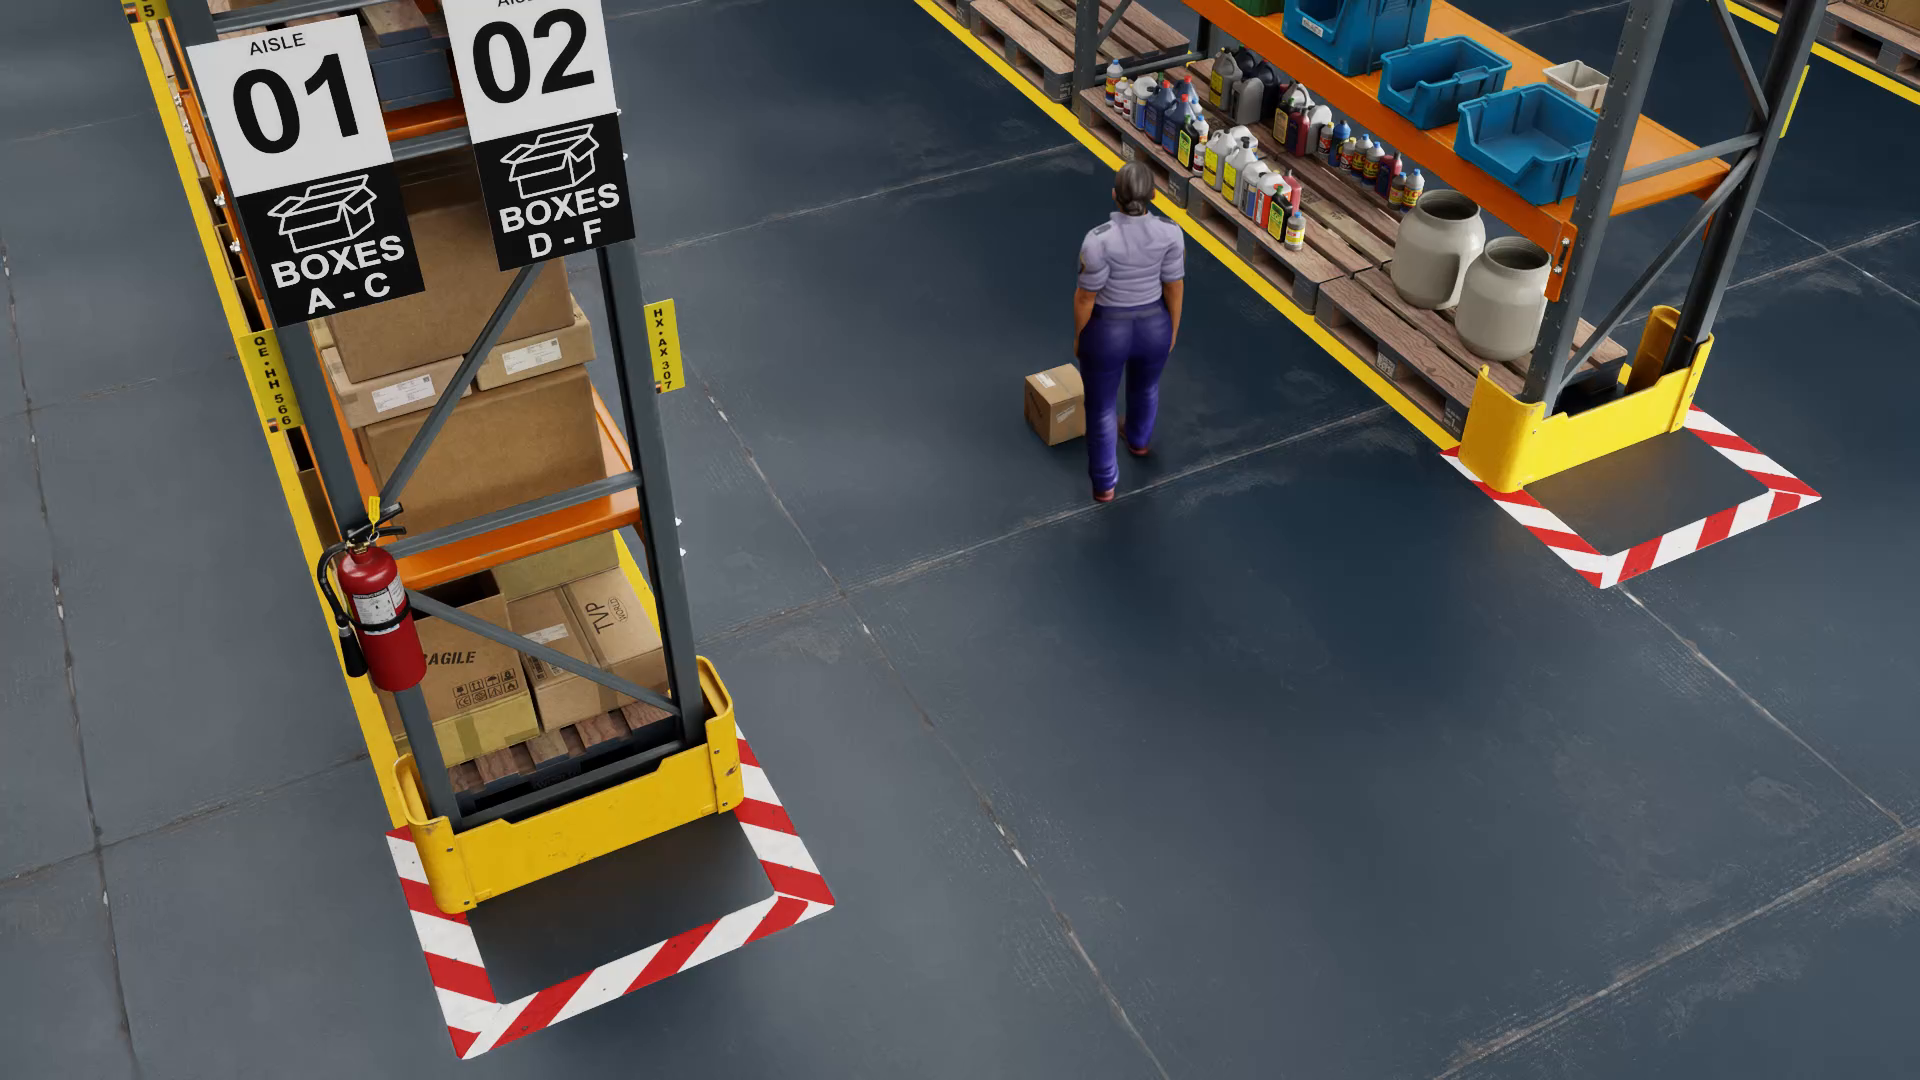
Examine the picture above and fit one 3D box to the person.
[{"bbox_3d":[0.680,-0.973,7.261,0.487,1.643,0.584,-9,42,-10],"label":"person"}]
